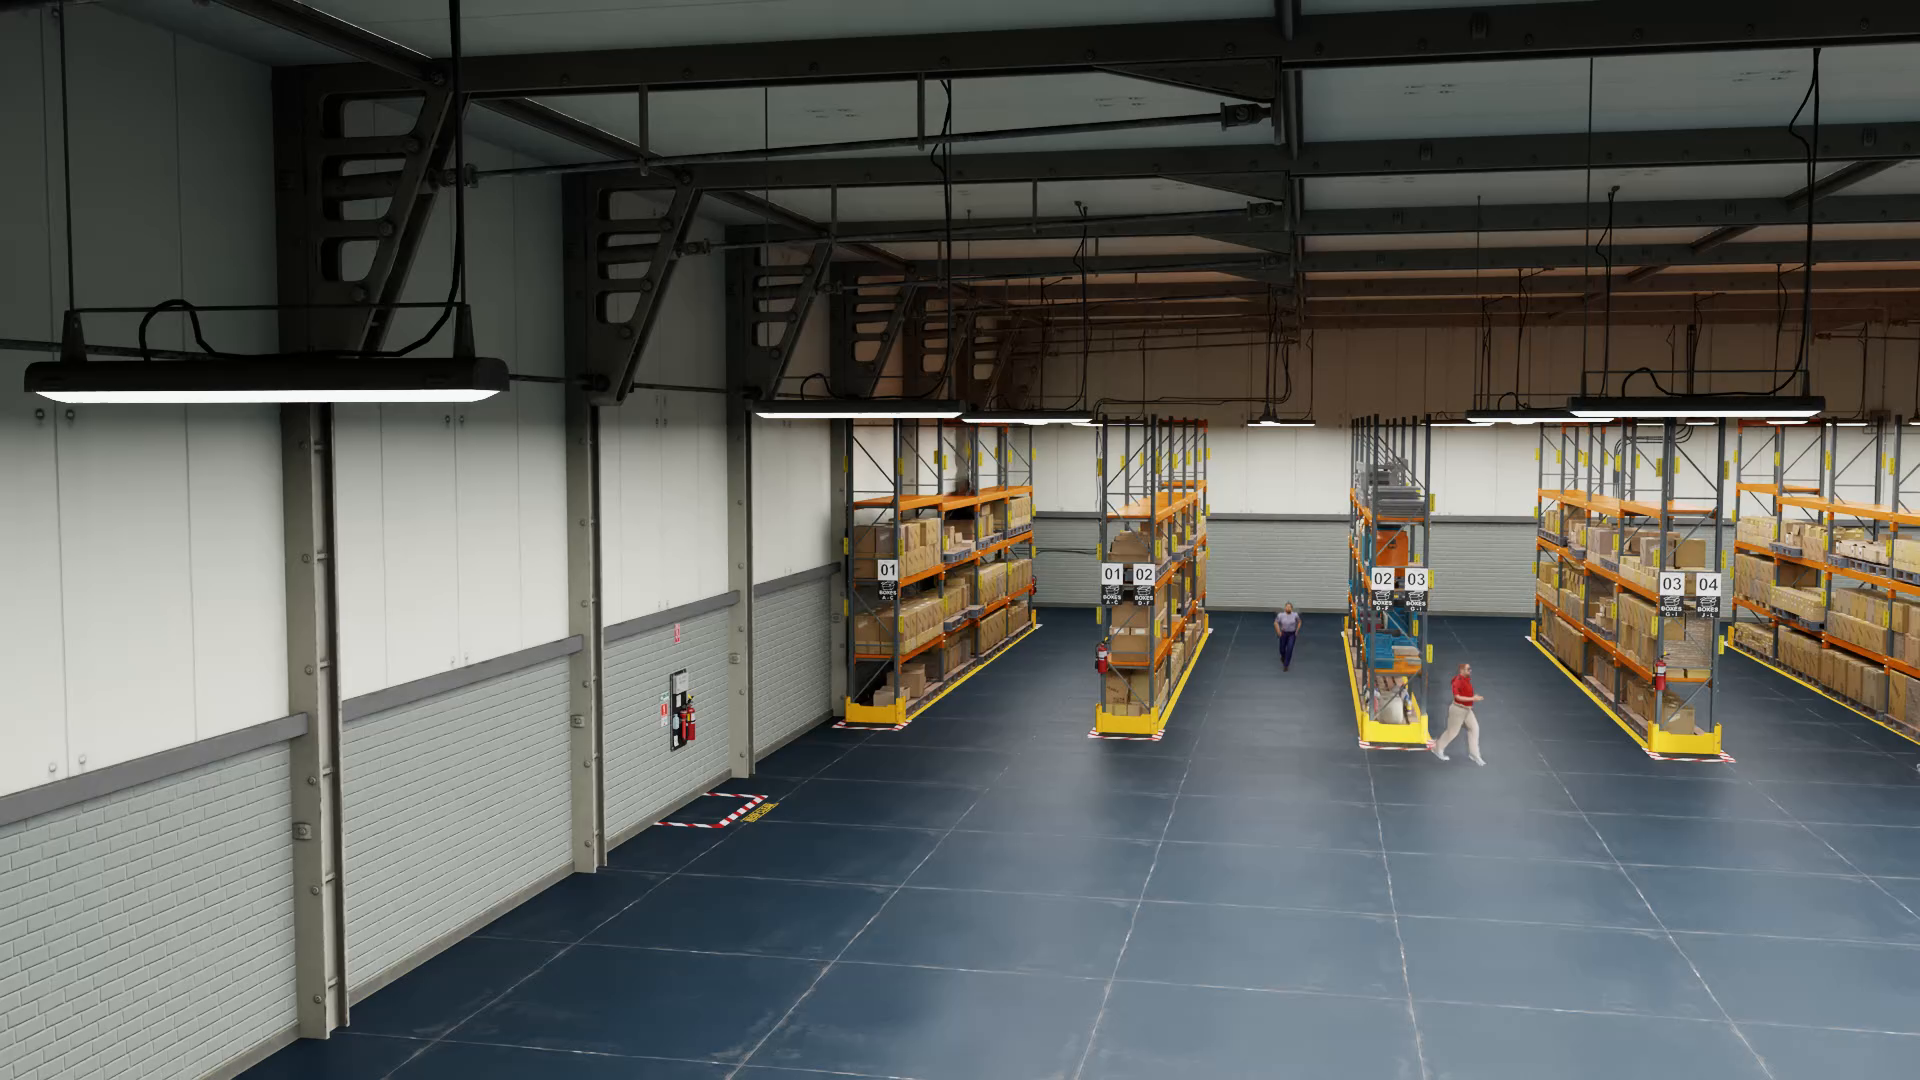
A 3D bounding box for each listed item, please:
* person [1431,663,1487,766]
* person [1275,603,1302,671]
[{"bbox_3d":[8.535,2.973,28.460,0.898,1.778,0.615,3,5,39],"label":"person"},{"bbox_3d":[7.828,2.293,39.675,0.627,1.620,0.647,1,4,10],"label":"person"}]
